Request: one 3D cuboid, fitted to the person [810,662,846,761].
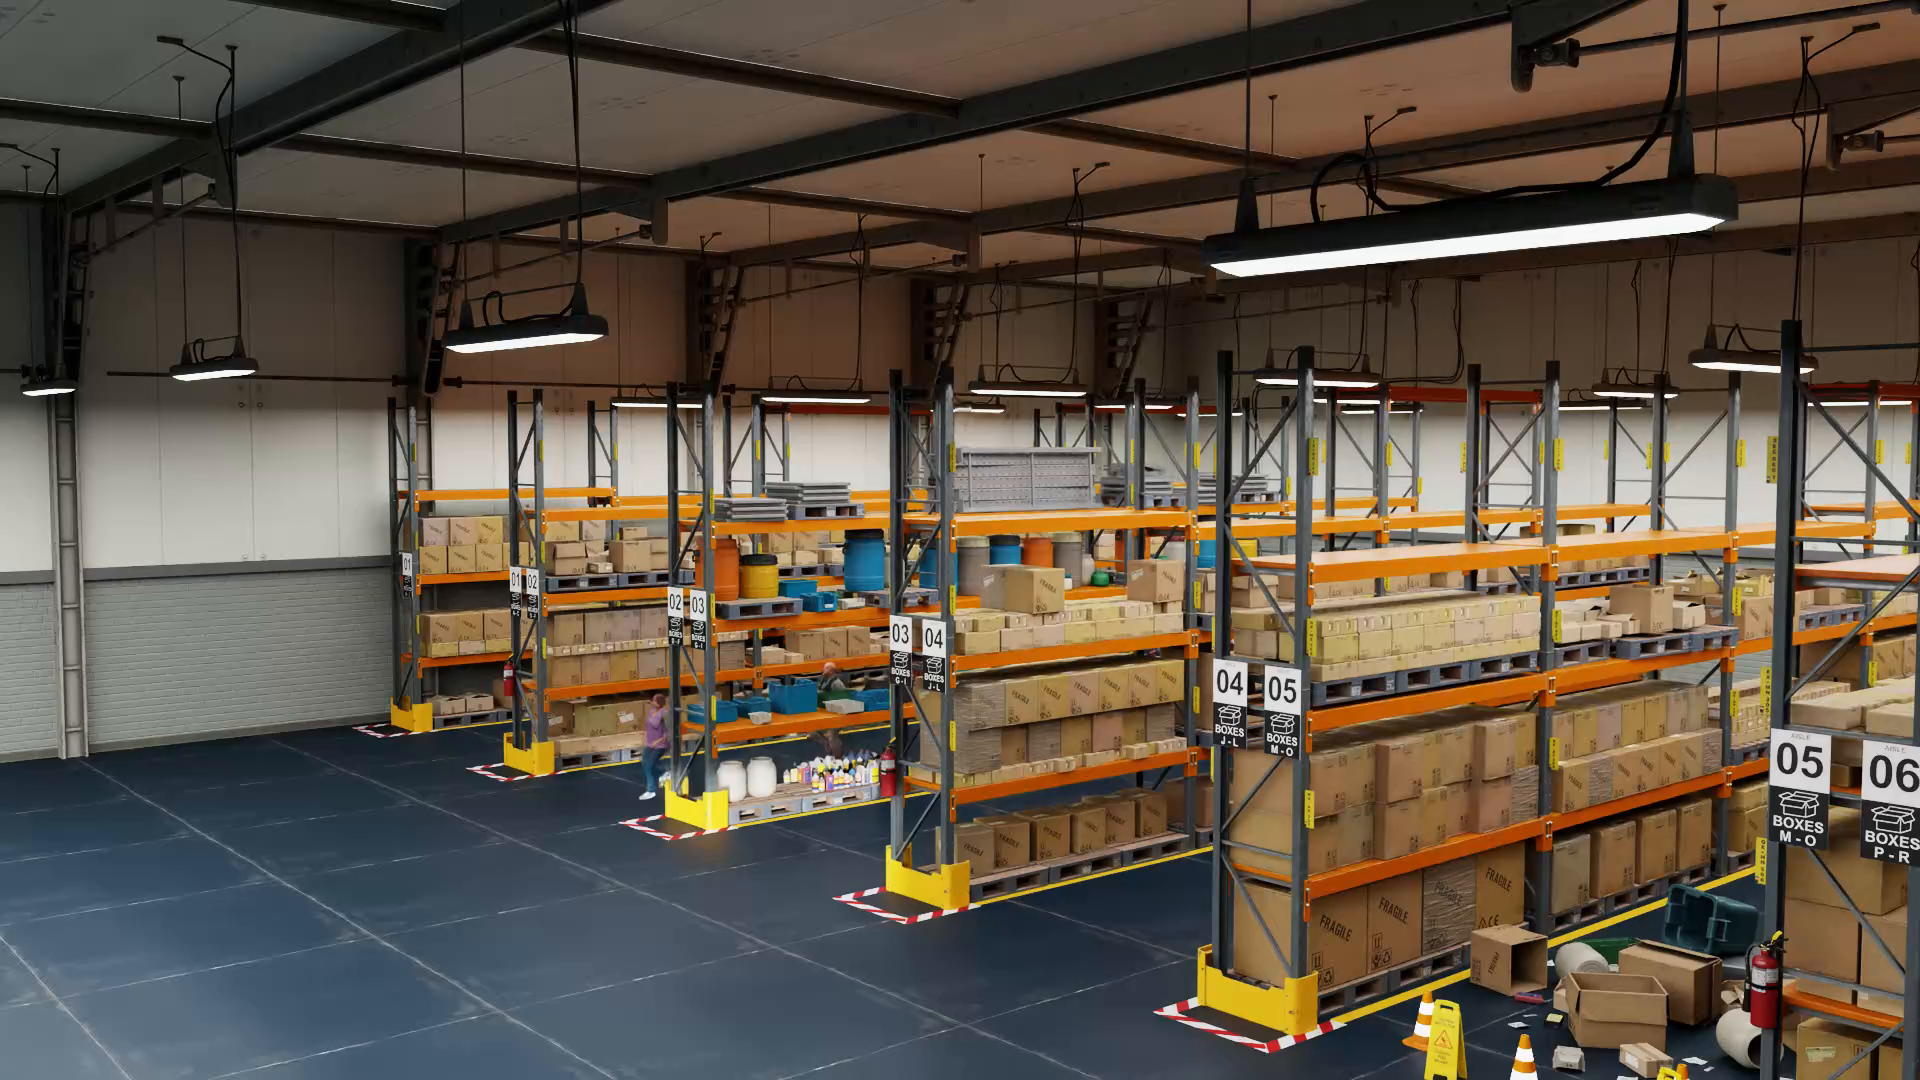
[{"bbox_3d":[-2.070,2.770,26.443,0.659,1.678,0.658,-3,4,-42],"label":"person"}]

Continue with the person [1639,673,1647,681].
[{"bbox_3d":[10.616,2.844,25.610,0.982,1.671,0.632,-3,4,-40],"label":"person"}]

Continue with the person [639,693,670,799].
[{"bbox_3d":[-4.355,2.997,24.175,0.552,1.568,0.534,3,4,38],"label":"person"}]
